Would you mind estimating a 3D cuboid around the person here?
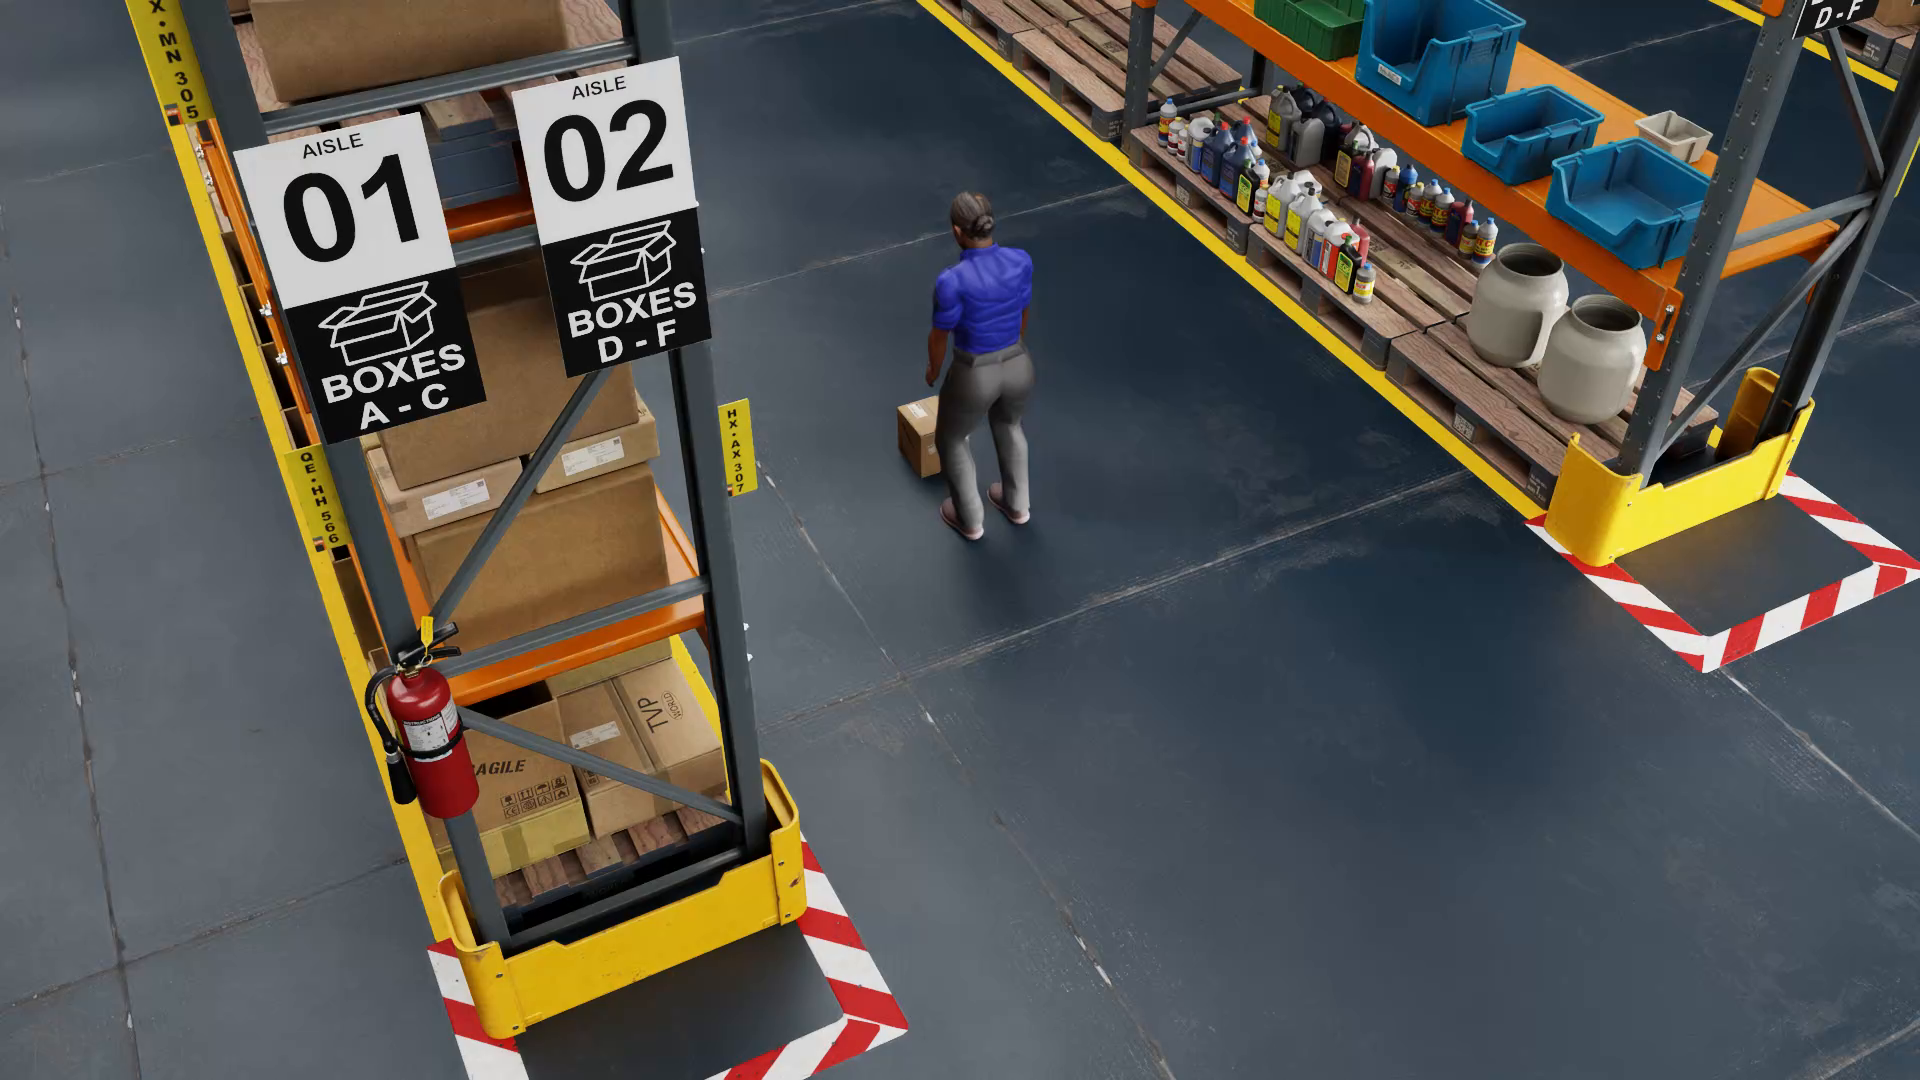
[{"bbox_3d":[0.082,-0.701,7.001,0.457,1.610,0.379,-18,45,-19],"label":"person"}]
